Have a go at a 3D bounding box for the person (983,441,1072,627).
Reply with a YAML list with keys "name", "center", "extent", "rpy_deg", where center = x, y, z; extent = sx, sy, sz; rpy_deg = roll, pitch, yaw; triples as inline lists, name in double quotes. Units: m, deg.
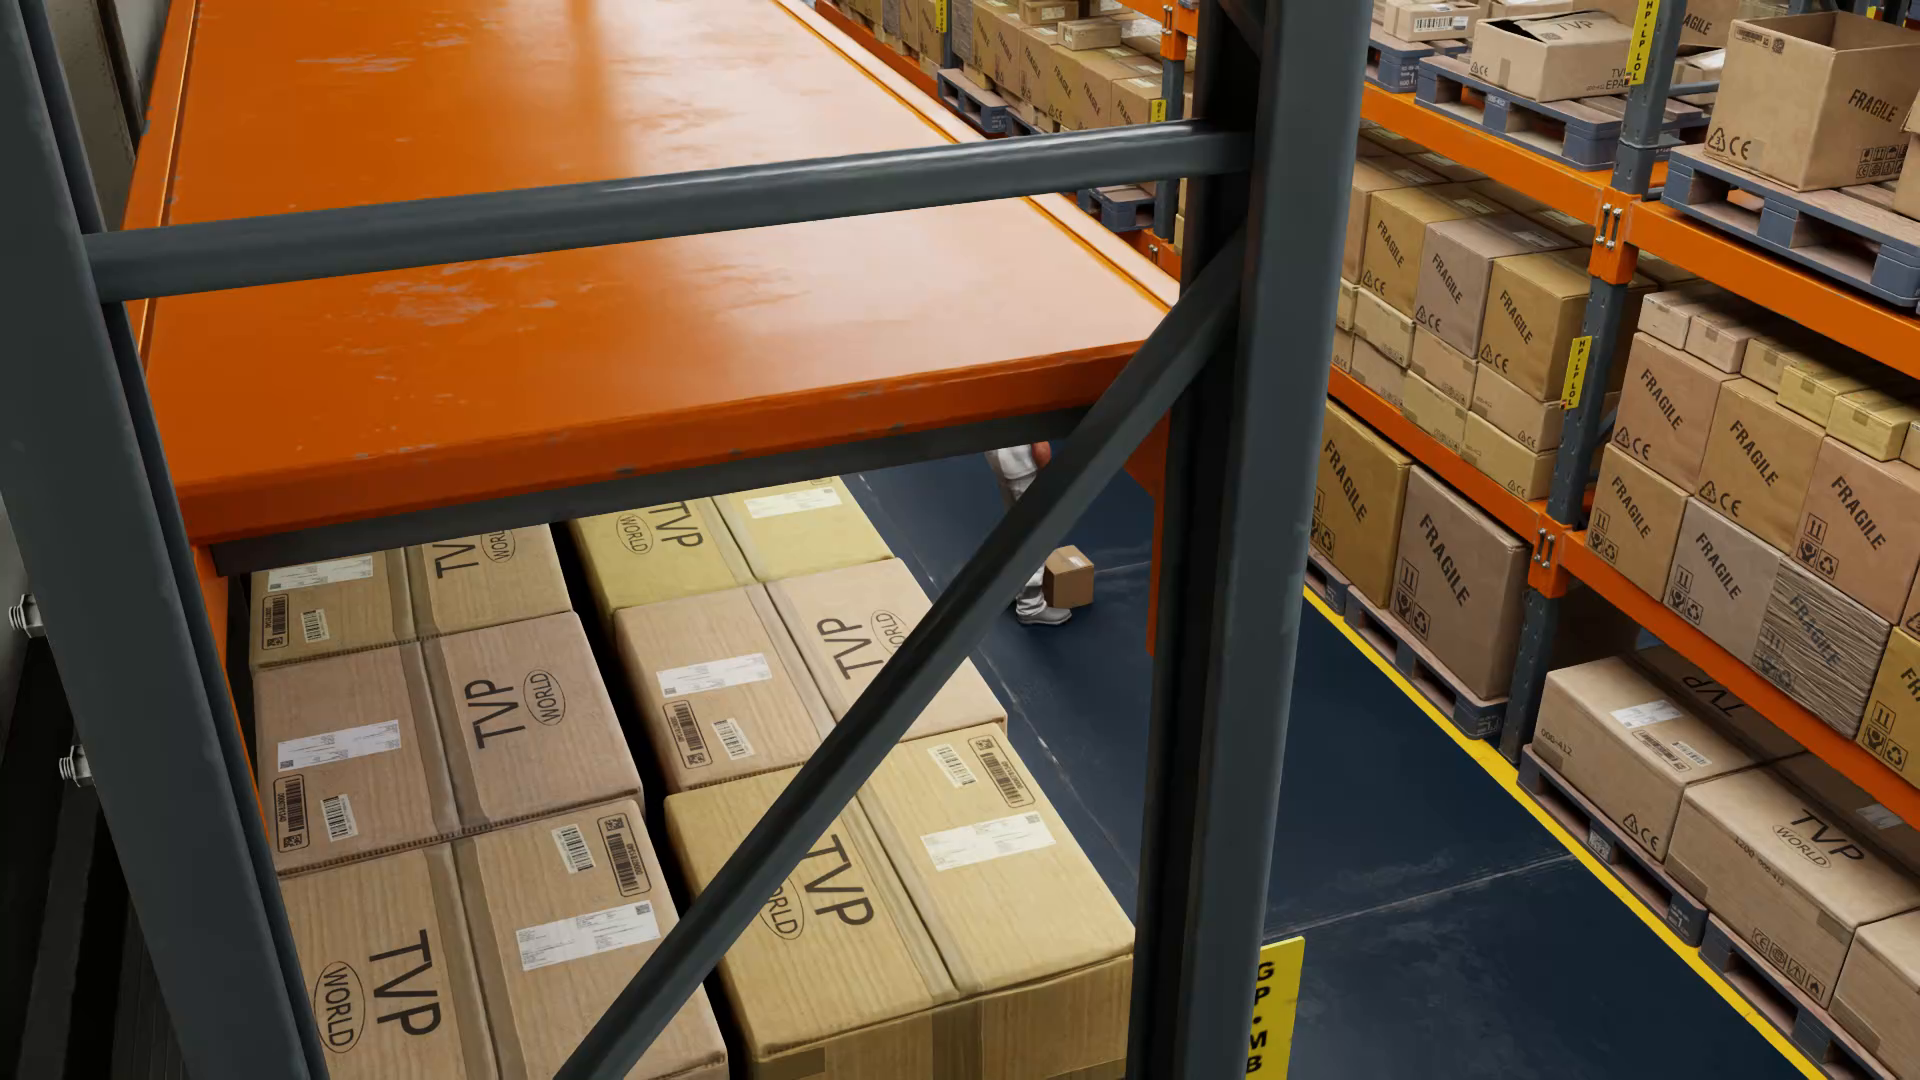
- name: "person"
  center: [0.360, -0.414, 8.845]
  extent: [0.452, 1.778, 0.613]
  rpy_deg: [-12, 32, -21]
